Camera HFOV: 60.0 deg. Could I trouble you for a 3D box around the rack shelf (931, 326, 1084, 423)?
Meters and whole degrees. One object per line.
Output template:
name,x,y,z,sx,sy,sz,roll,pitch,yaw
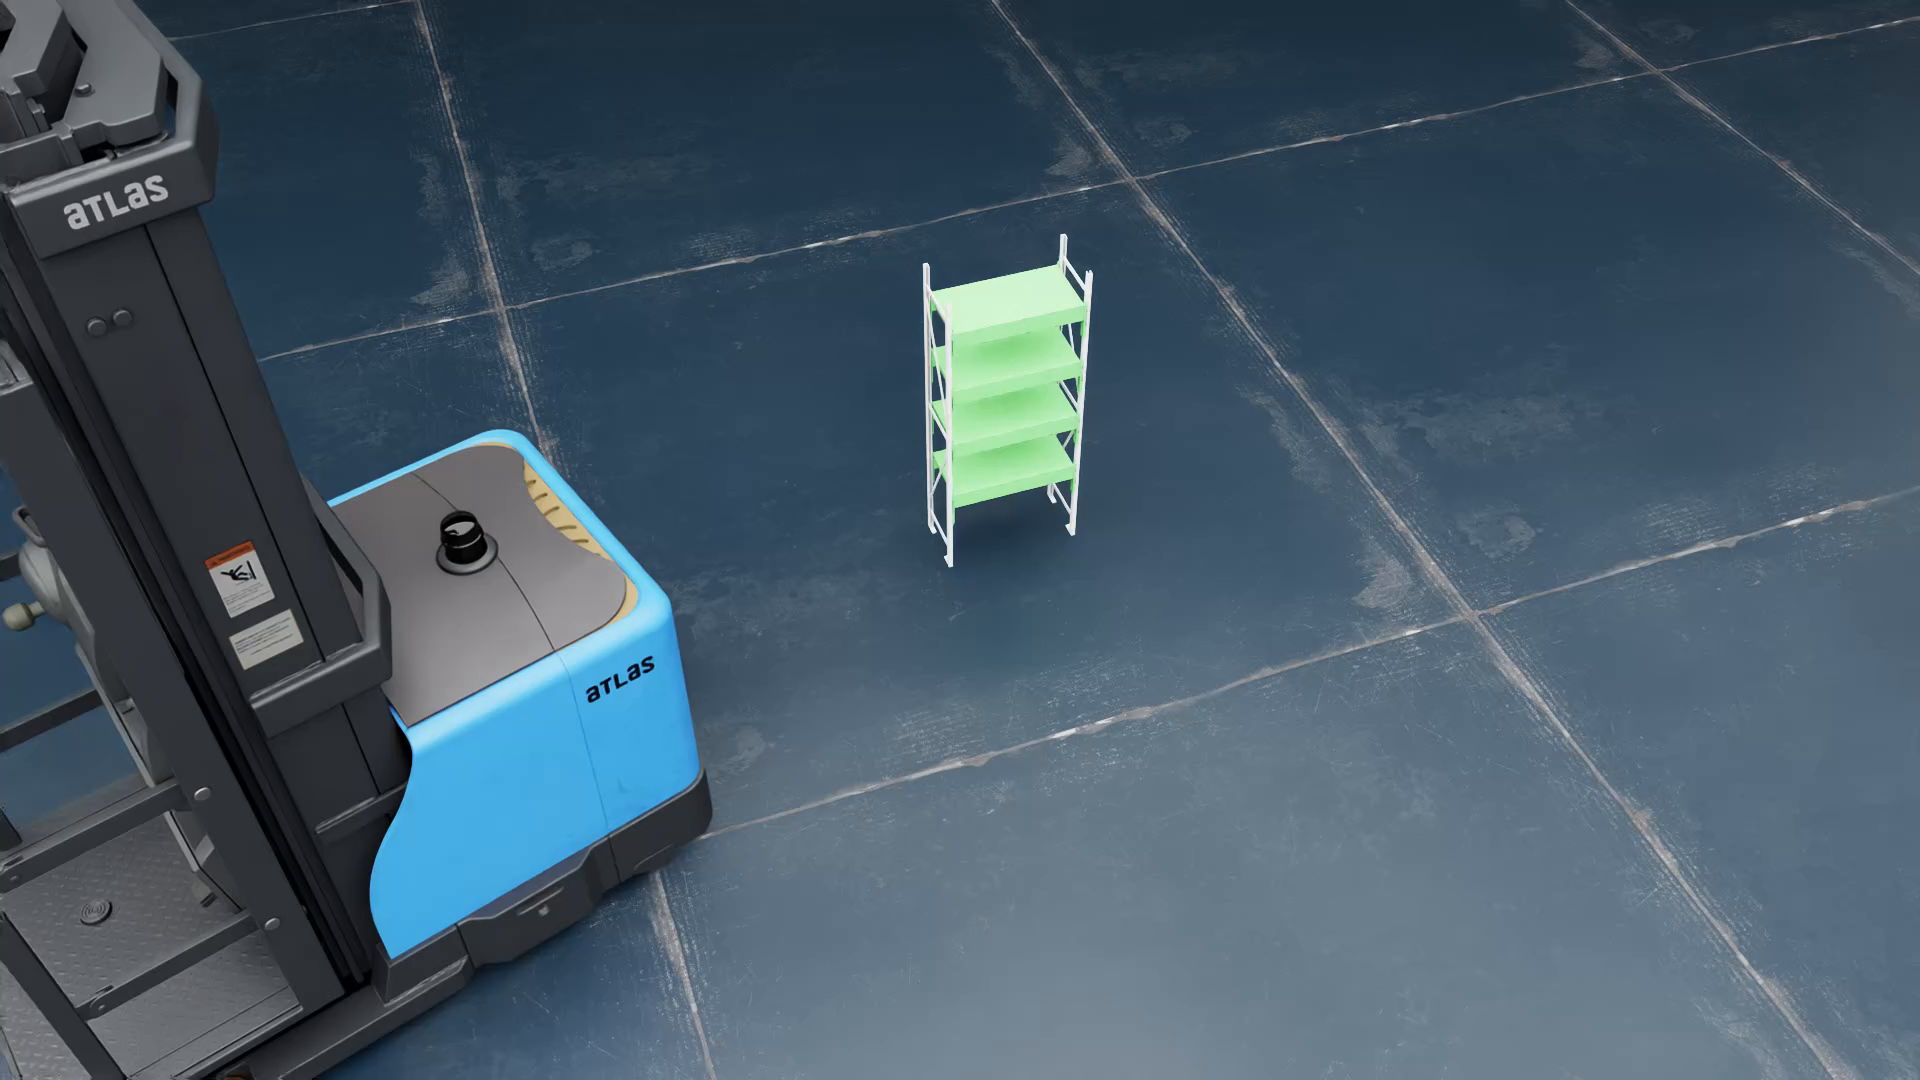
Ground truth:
rack shelf,0.156,-0.588,5.740,0.480,0.148,0.258,-14,47,-14

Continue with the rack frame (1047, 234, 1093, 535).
rack frame,0.385,-0.522,5.923,0.015,1.200,0.240,-14,47,-14

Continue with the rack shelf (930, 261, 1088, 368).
rack shelf,0.156,-0.757,5.570,0.480,0.148,0.258,-14,47,-14

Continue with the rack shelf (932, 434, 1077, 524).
rack shelf,0.156,-0.249,6.080,0.480,0.148,0.258,-14,47,-14

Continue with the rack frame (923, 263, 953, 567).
rack frame,-0.074,-0.405,5.806,0.015,1.200,0.240,-14,47,-14

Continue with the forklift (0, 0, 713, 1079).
forklift,-2.260,0.268,3.913,3.031,2.935,1.130,-29,52,-26

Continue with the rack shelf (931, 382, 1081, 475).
rack shelf,0.156,-0.418,5.910,0.480,0.148,0.258,-14,47,-14

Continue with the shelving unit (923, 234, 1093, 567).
shelving unit,0.156,-0.463,5.865,0.503,1.200,0.258,-14,47,-14
